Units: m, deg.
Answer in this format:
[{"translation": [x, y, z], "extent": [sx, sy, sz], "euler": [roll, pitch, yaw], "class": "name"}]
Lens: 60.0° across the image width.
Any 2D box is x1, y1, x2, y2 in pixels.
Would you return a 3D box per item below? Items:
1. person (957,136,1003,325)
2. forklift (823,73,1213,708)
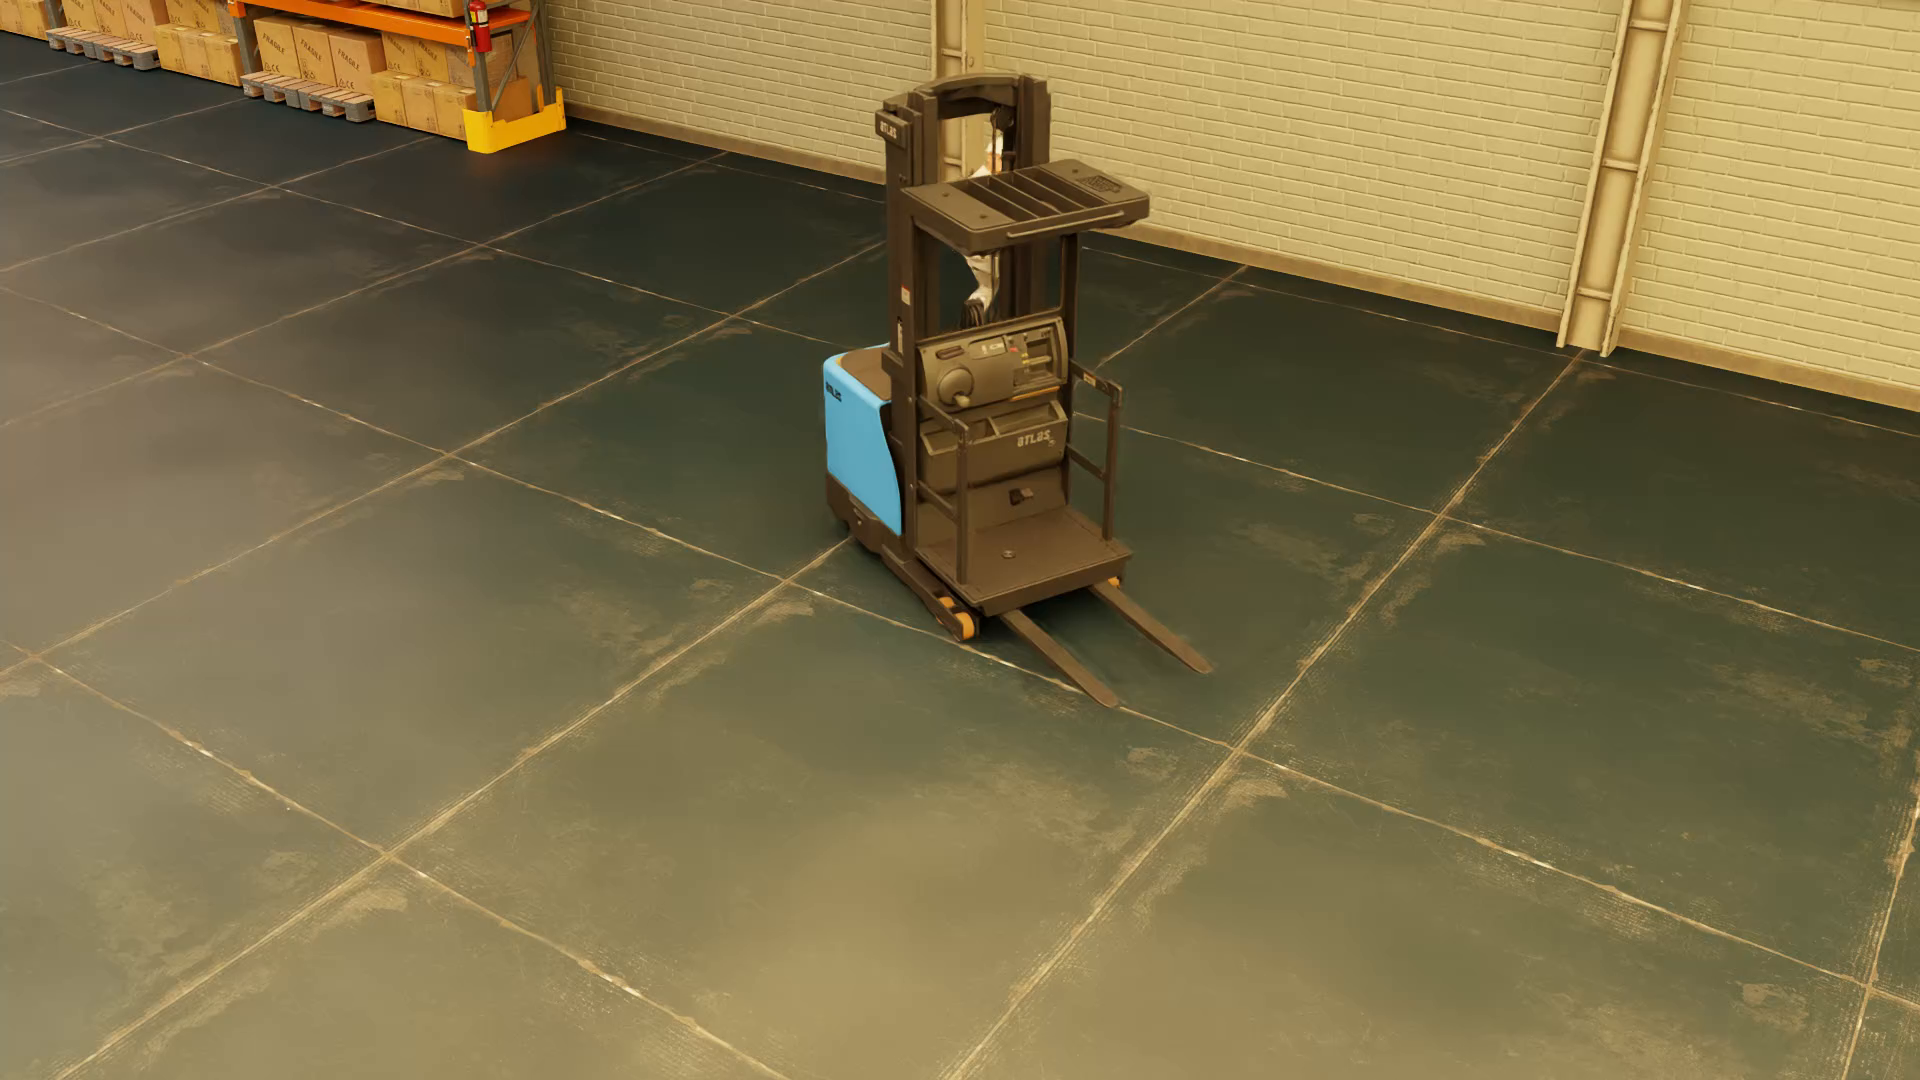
[{"translation": [0.369, -2.253, 12.746], "extent": [0.852, 1.644, 0.895], "euler": [-14, 33, -23], "class": "person"}, {"translation": [0.306, -0.953, 9.222], "extent": [1.130, 2.935, 3.031], "euler": [-16, 34, -26], "class": "forklift"}]
